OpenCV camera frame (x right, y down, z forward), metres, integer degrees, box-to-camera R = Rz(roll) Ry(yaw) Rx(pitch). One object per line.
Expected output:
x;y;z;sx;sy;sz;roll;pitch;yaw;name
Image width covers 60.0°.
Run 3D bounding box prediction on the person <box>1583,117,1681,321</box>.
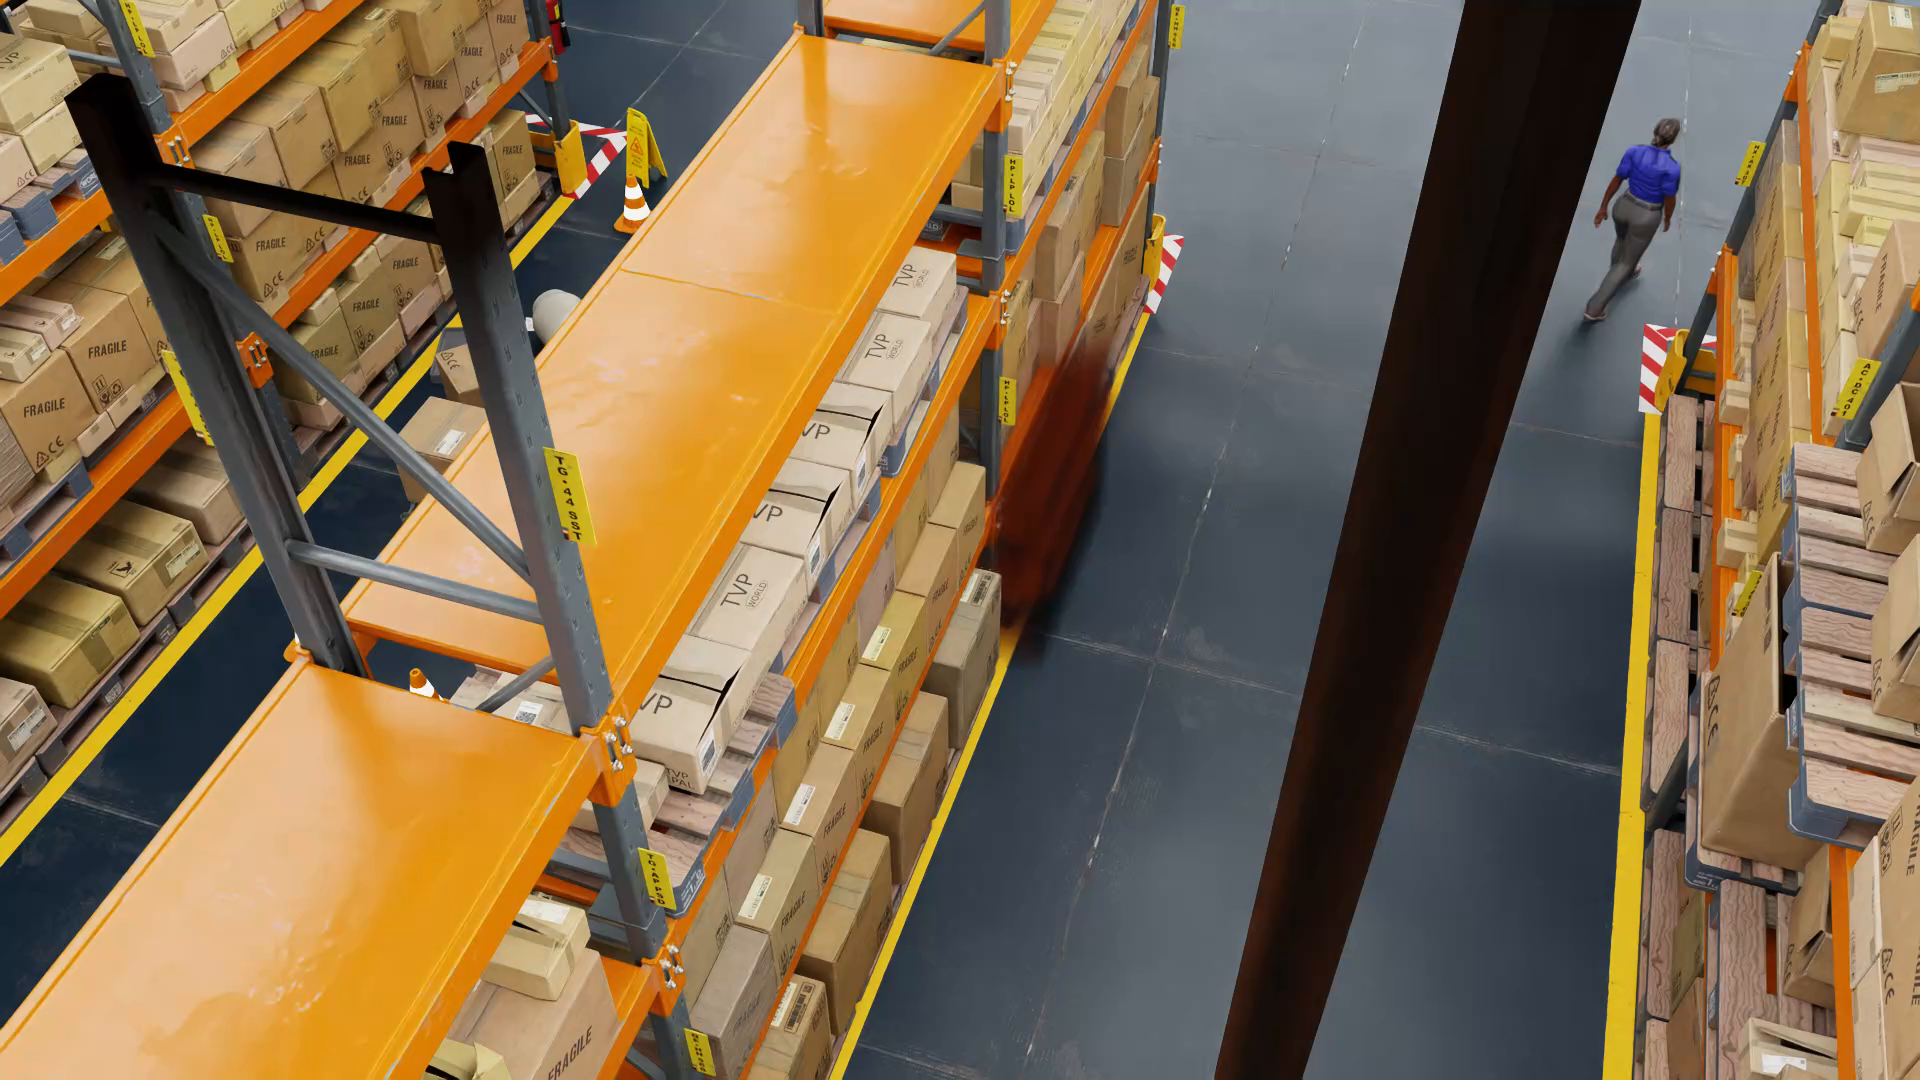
5.053;-2.441;12.373;0.920;1.618;0.478;-30;53;-26;person
